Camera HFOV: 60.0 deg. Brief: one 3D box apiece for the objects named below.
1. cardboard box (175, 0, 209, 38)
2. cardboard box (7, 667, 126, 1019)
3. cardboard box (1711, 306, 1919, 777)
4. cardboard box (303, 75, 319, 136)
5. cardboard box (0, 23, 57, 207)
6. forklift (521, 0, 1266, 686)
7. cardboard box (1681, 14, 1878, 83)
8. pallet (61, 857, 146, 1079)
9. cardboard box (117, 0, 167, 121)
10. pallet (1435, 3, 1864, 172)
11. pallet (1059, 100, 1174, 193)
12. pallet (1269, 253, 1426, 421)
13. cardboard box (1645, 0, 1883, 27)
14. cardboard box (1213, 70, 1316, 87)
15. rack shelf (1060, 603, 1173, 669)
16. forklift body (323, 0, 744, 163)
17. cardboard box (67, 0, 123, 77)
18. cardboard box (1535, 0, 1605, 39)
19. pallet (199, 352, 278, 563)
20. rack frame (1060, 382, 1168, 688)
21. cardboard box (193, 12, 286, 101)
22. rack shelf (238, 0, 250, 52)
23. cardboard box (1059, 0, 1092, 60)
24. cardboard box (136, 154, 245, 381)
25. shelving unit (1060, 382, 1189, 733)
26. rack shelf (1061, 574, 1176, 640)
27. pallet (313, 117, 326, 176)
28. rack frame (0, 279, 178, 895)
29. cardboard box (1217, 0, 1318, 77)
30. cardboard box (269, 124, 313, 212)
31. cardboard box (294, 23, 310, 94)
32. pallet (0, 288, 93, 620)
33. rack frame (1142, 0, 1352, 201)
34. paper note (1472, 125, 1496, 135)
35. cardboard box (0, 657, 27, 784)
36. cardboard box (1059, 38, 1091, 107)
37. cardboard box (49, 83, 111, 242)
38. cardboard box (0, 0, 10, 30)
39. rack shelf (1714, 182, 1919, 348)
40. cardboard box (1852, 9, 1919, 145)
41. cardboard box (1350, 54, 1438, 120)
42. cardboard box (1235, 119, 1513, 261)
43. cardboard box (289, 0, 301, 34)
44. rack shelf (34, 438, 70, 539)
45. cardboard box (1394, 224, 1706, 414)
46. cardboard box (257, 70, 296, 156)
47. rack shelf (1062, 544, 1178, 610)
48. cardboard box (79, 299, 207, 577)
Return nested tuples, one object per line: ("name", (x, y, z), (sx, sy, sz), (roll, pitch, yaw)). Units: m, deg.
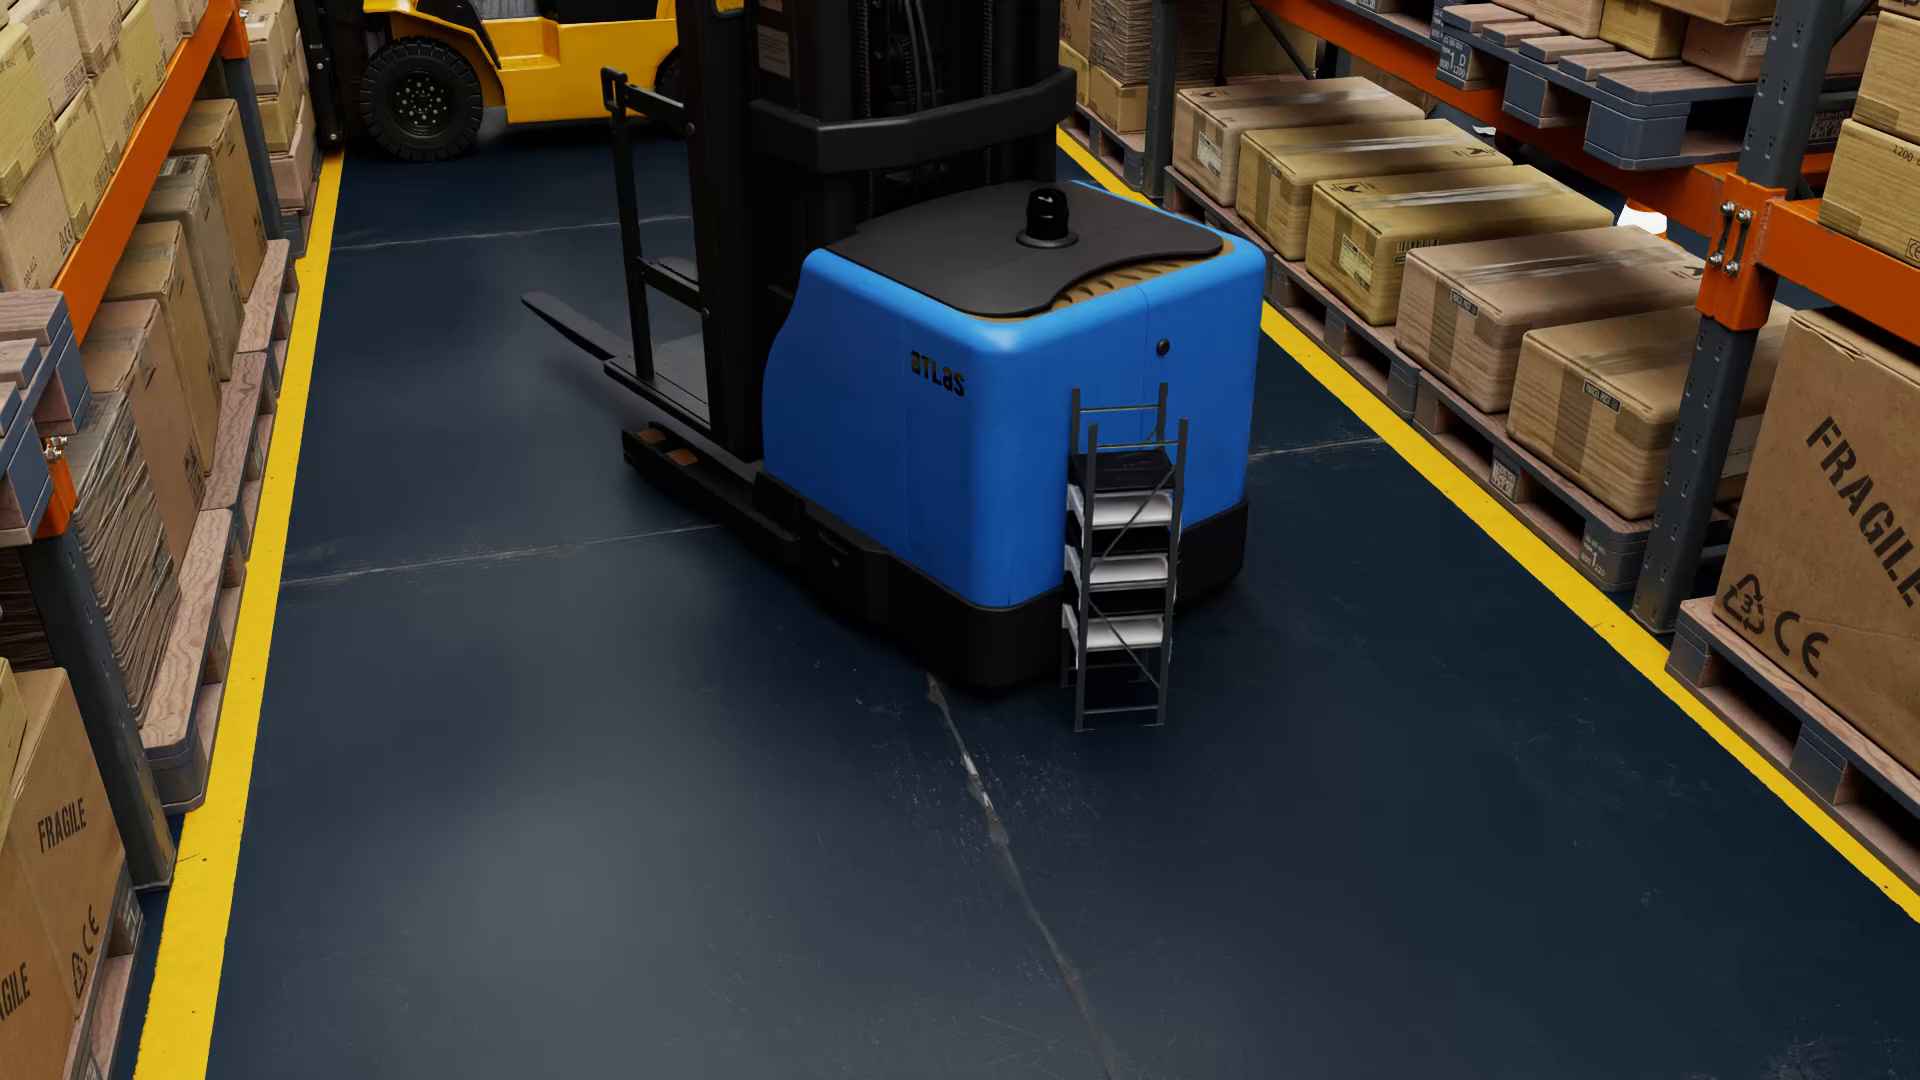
("cardboard box", (-2.864, -1.870, 5.635), (0.500, 0.250, 0.500), (-8, 31, -14))
("cardboard box", (-2.008, 0.623, 3.256), (0.500, 0.500, 0.500), (-7, 31, -12))
("cardboard box", (2.560, -0.033, 4.014), (0.875, 0.875, 0.875), (-8, 31, -14))
("cardboard box", (-3.500, -2.144, 8.285), (0.500, 0.250, 0.500), (-7, 31, -12))
("cardboard box", (-2.186, -0.855, 3.383), (0.500, 0.250, 0.500), (-8, 31, -13))
("forklift", (-0.481, -1.546, 4.994), (1.130, 2.935, 3.031), (-23, 37, -34))
("cardboard box", (2.143, -1.315, 4.359), (0.380, 0.149, 0.250), (-7, 31, -11))
("pallet", (-2.166, 1.119, 3.106), (1.003, 0.211, 1.213), (-8, 31, -13))
("cardboard box", (-2.618, -1.377, 4.785), (0.500, 0.250, 0.500), (-7, 31, -12))
("pallet", (2.165, -1.362, 4.800), (1.213, 0.211, 1.003), (-8, 31, -13))
("pallet", (1.183, -2.160, 8.771), (1.003, 0.211, 1.213), (-8, 31, -13))
("pallet", (1.931, -0.874, 6.549), (1.003, 0.211, 1.213), (-8, 31, -13))
("cardboard box", (2.068, -1.651, 4.293), (0.500, 0.500, 0.500), (-9, 31, -15))
("cardboard box", (1.499, -2.359, 8.658), (0.500, 0.250, 0.500), (-9, 31, -16))
("rack shelf", (0.408, 0.242, 4.357), (0.258, 0.077, 0.200), (-4, 30, -7))
("forklift body", (-2.189, -3.276, 8.764), (2.313, 2.155, 1.214), (-8, 31, -13))
("cardboard box", (-2.463, -1.349, 4.236), (0.500, 0.250, 0.500), (-9, 31, -15))
("cardboard box", (1.892, -1.551, 4.766), (0.380, 0.149, 0.250), (-8, 31, -14))
("pallet", (-2.829, -0.237, 5.449), (1.003, 0.211, 1.213), (-8, 31, -13))
("rack frame", (0.395, 0.007, 4.338), (0.240, 0.900, 0.006), (-4, 30, -7))
("cardboard box", (-3.215, -2.085, 7.185), (0.500, 0.250, 0.500), (-8, 31, -14))
("rack shelf", (-3.920, -3.040, 8.225), (1.077, 0.370, 4.000), (-8, 31, -13))
("cardboard box", (0.843, -2.859, 8.772), (0.500, 0.500, 0.500), (-7, 31, -12))
("cardboard box", (-3.041, -0.913, 5.784), (0.875, 0.625, 0.625), (-8, 31, -14))
("shelving unit", (0.408, 0.058, 4.251), (0.258, 0.900, 0.210), (-4, 30, -7))
("rack shelf", (0.408, 0.165, 4.312), (0.258, 0.077, 0.200), (-4, 30, -7))
("pallet", (-3.887, -2.158, 8.768), (1.003, 0.211, 1.213), (-8, 31, -13))
("rack frame", (-2.328, -0.453, 3.039), (1.000, 3.000, 0.127), (-8, 31, -13))
("cardboard box", (1.499, -2.684, 8.470), (0.500, 0.500, 0.500), (-6, 31, -11))
("cardboard box", (-3.198, -1.654, 7.440), (0.500, 0.250, 0.500), (-8, 31, -13))
("cardboard box", (-3.478, -2.355, 8.151), (0.500, 0.250, 0.500), (-8, 31, -14))
("pallet", (-2.080, -0.052, 2.537), (1.213, 0.211, 1.003), (-8, 31, -13))
("rack frame", (1.395, -3.047, 7.520), (1.000, 3.000, 0.127), (-8, 31, -13))
("paper note", (2.900, -2.245, 9.098), (0.148, 0.019, 0.142), (-8, 31, -13))
("cardboard box", (-1.952, 0.371, 3.043), (0.380, 0.149, 0.250), (-9, 31, -16))
("cardboard box", (0.828, -2.544, 8.977), (0.500, 0.250, 0.500), (-9, 31, -15))
("cardboard box", (-2.338, -0.879, 3.923), (0.500, 0.250, 0.500), (-9, 31, -14))
("cardboard box", (-2.200, -1.099, 3.407), (0.380, 0.149, 0.250), (-7, 31, -12))
("rack shelf", (2.988, 0.162, 2.693), (1.077, 0.370, 4.000), (-8, 31, -13))
("cardboard box", (2.353, -0.989, 3.615), (0.500, 0.250, 0.500), (-8, 31, -14))
("cardboard box", (2.423, -2.665, 9.352), (0.500, 0.500, 0.500), (13, 32, 21))
("cardboard box", (1.731, -1.492, 7.037), (0.950, 0.372, 0.625), (-6, 31, -10))
("cardboard box", (-3.484, -2.572, 8.027), (0.500, 0.250, 0.500), (-7, 31, -12))
("rack shelf", (-1.797, 0.824, 1.550), (1.077, 0.370, 4.000), (-8, 31, -13))
("cardboard box", (2.113, -0.789, 5.823), (0.950, 0.372, 0.625), (-8, 31, -14))
("cardboard box", (-3.220, -1.868, 7.309), (0.500, 0.250, 0.500), (-8, 31, -14))
("rack shelf", (0.408, 0.087, 4.267), (0.258, 0.077, 0.200), (-4, 30, -7))
("cardboard box", (-2.661, -0.225, 4.595), (0.875, 0.625, 0.625), (-7, 31, -12))
